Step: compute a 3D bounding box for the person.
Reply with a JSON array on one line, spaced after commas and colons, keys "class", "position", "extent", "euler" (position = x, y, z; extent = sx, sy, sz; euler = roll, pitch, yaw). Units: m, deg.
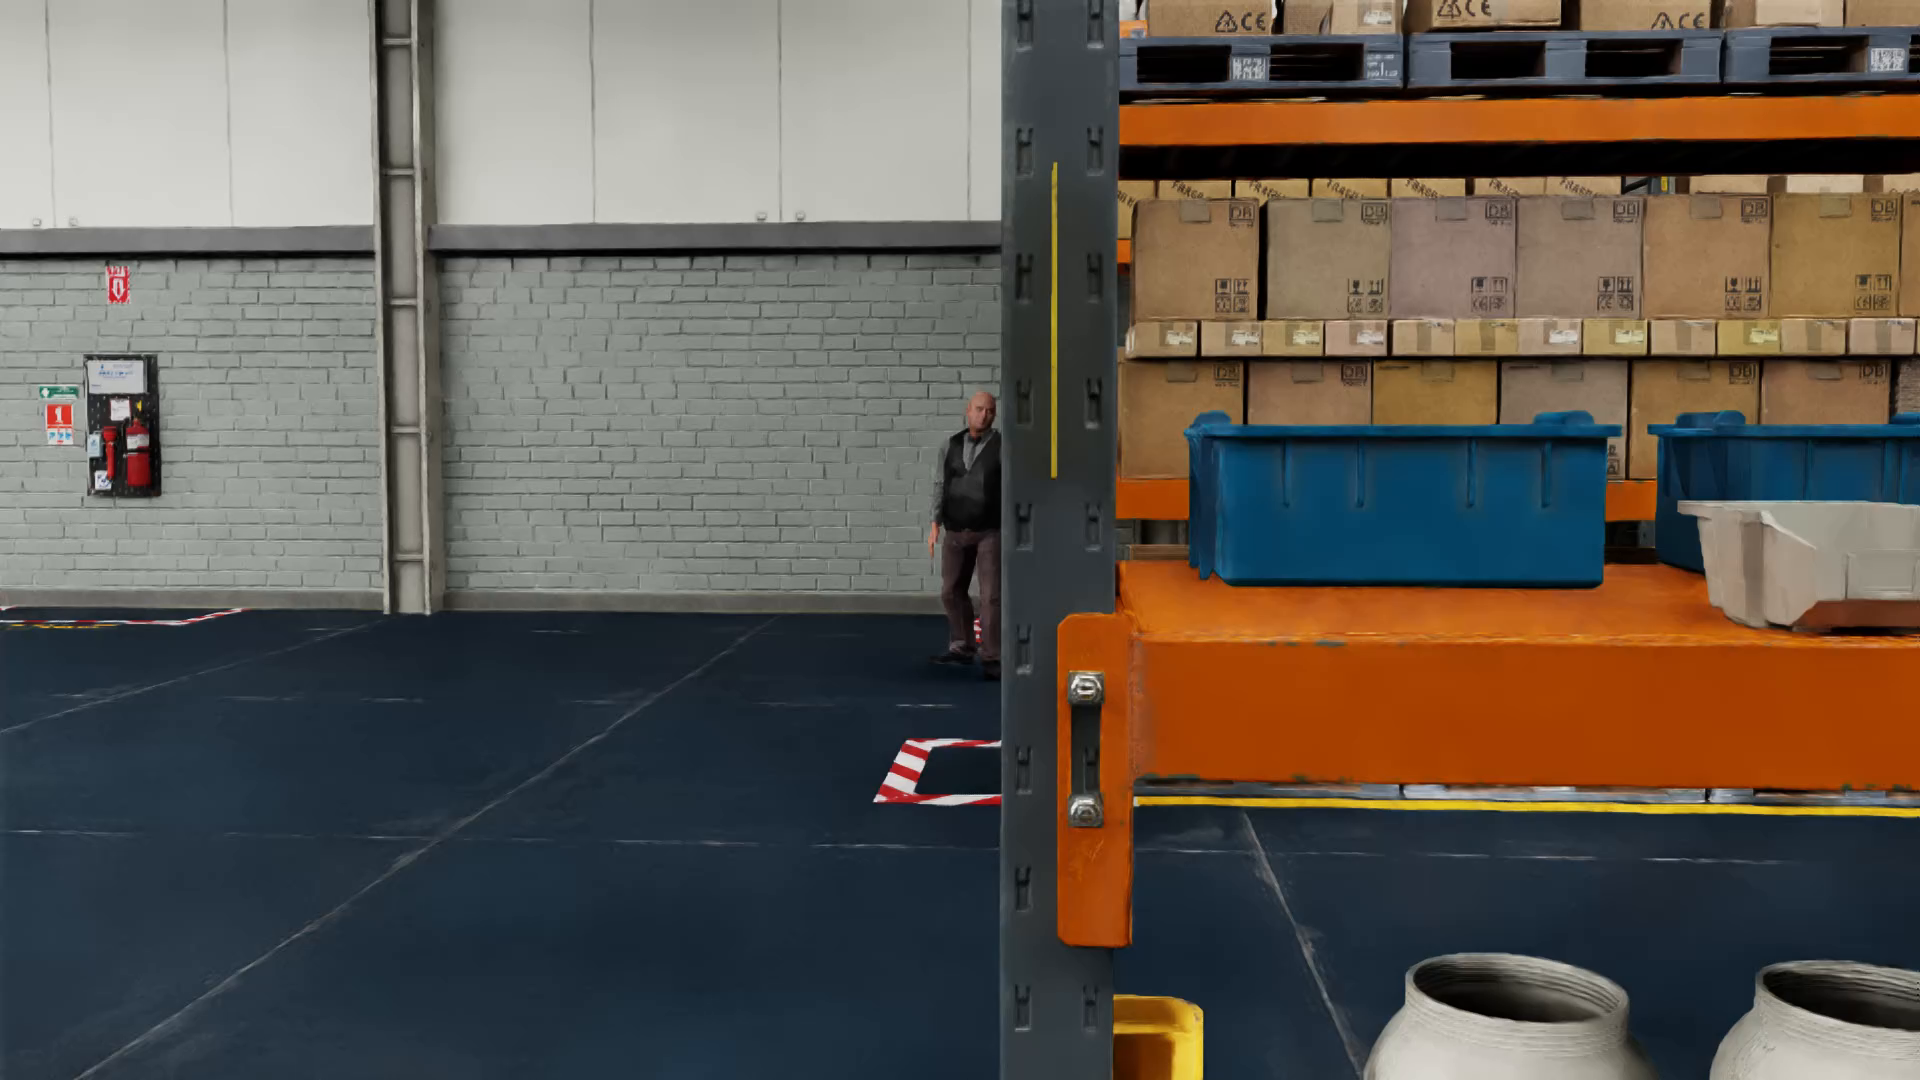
[{"class": "person", "position": [0.045, -0.038, 10.099], "extent": [0.692, 1.725, 0.470], "euler": [2, 5, 26]}]
